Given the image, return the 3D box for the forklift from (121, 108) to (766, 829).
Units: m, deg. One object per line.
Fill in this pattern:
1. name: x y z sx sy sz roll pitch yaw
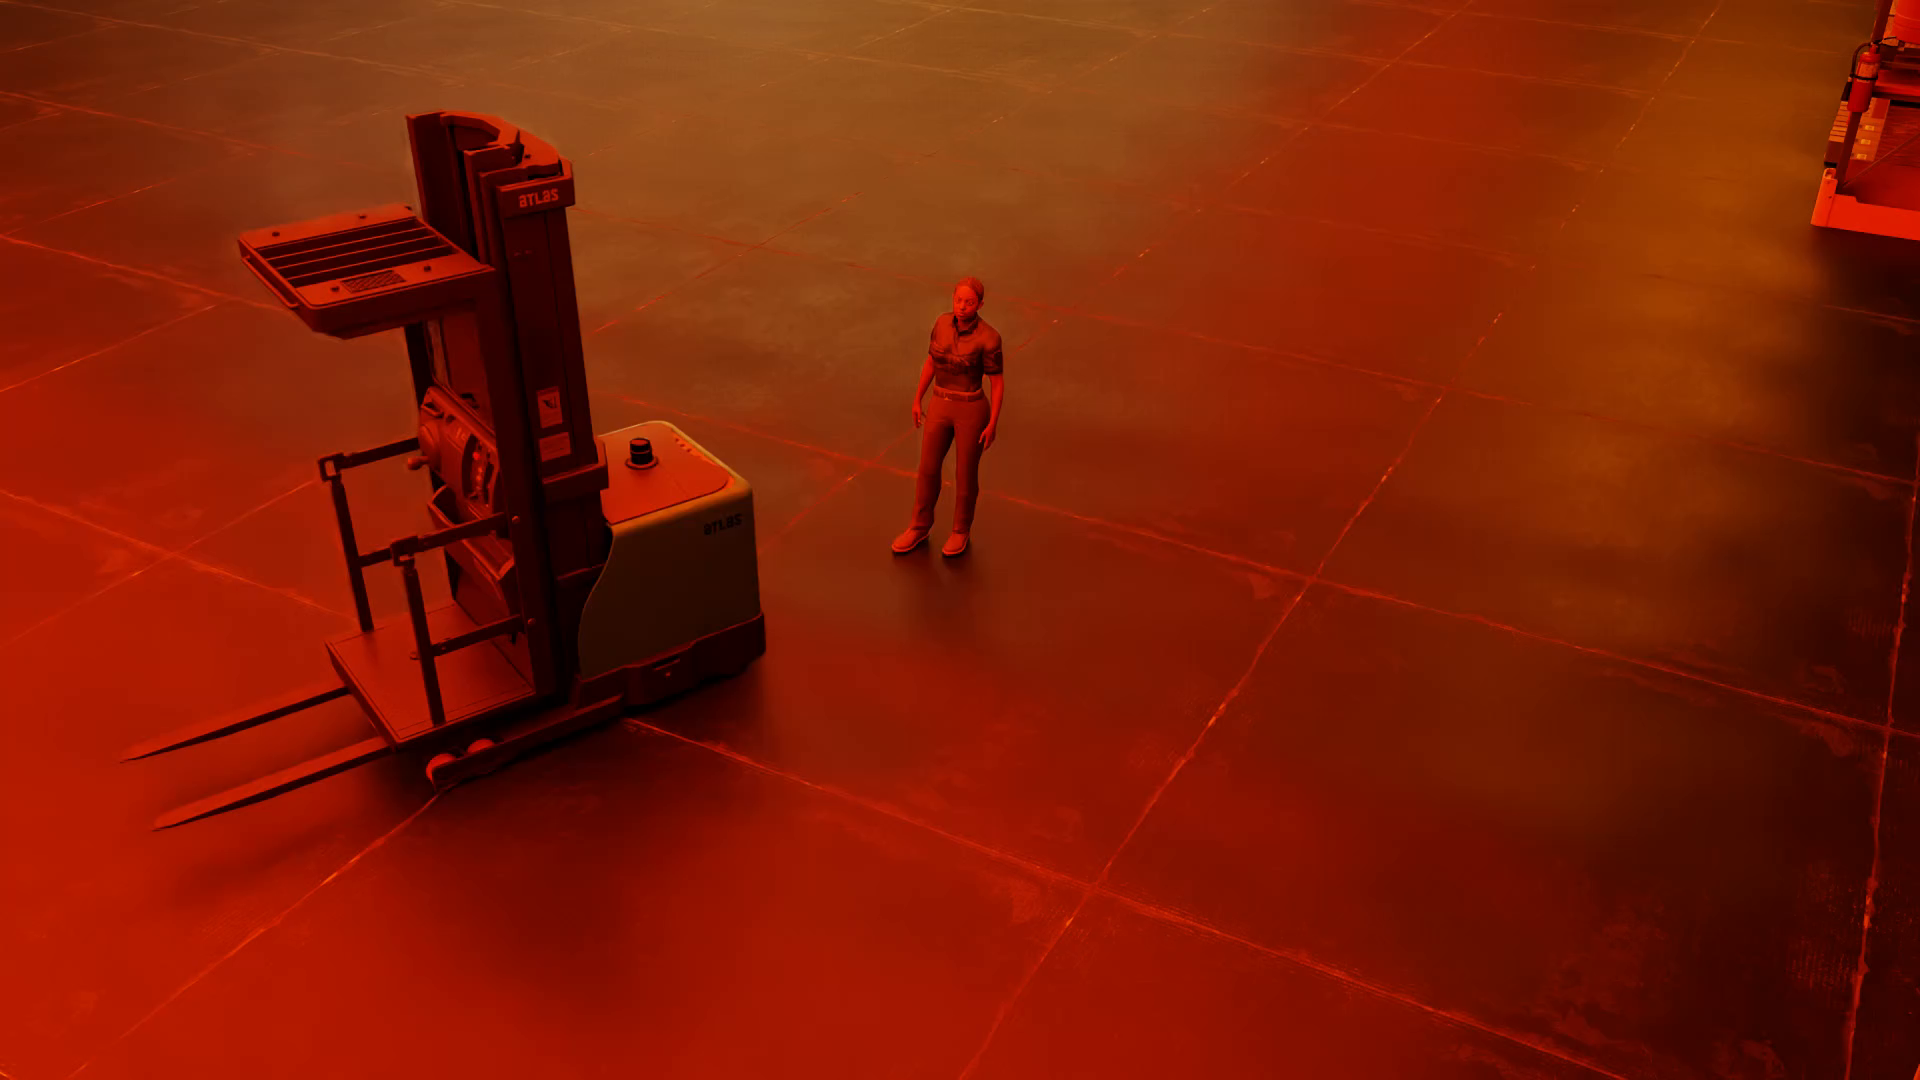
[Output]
1. forklift: -2.523 -0.381 7.730 3.031 2.935 1.130 -20 36 -31

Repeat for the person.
1. person: -0.059 -0.689 9.528 0.570 1.654 0.504 15 33 25
